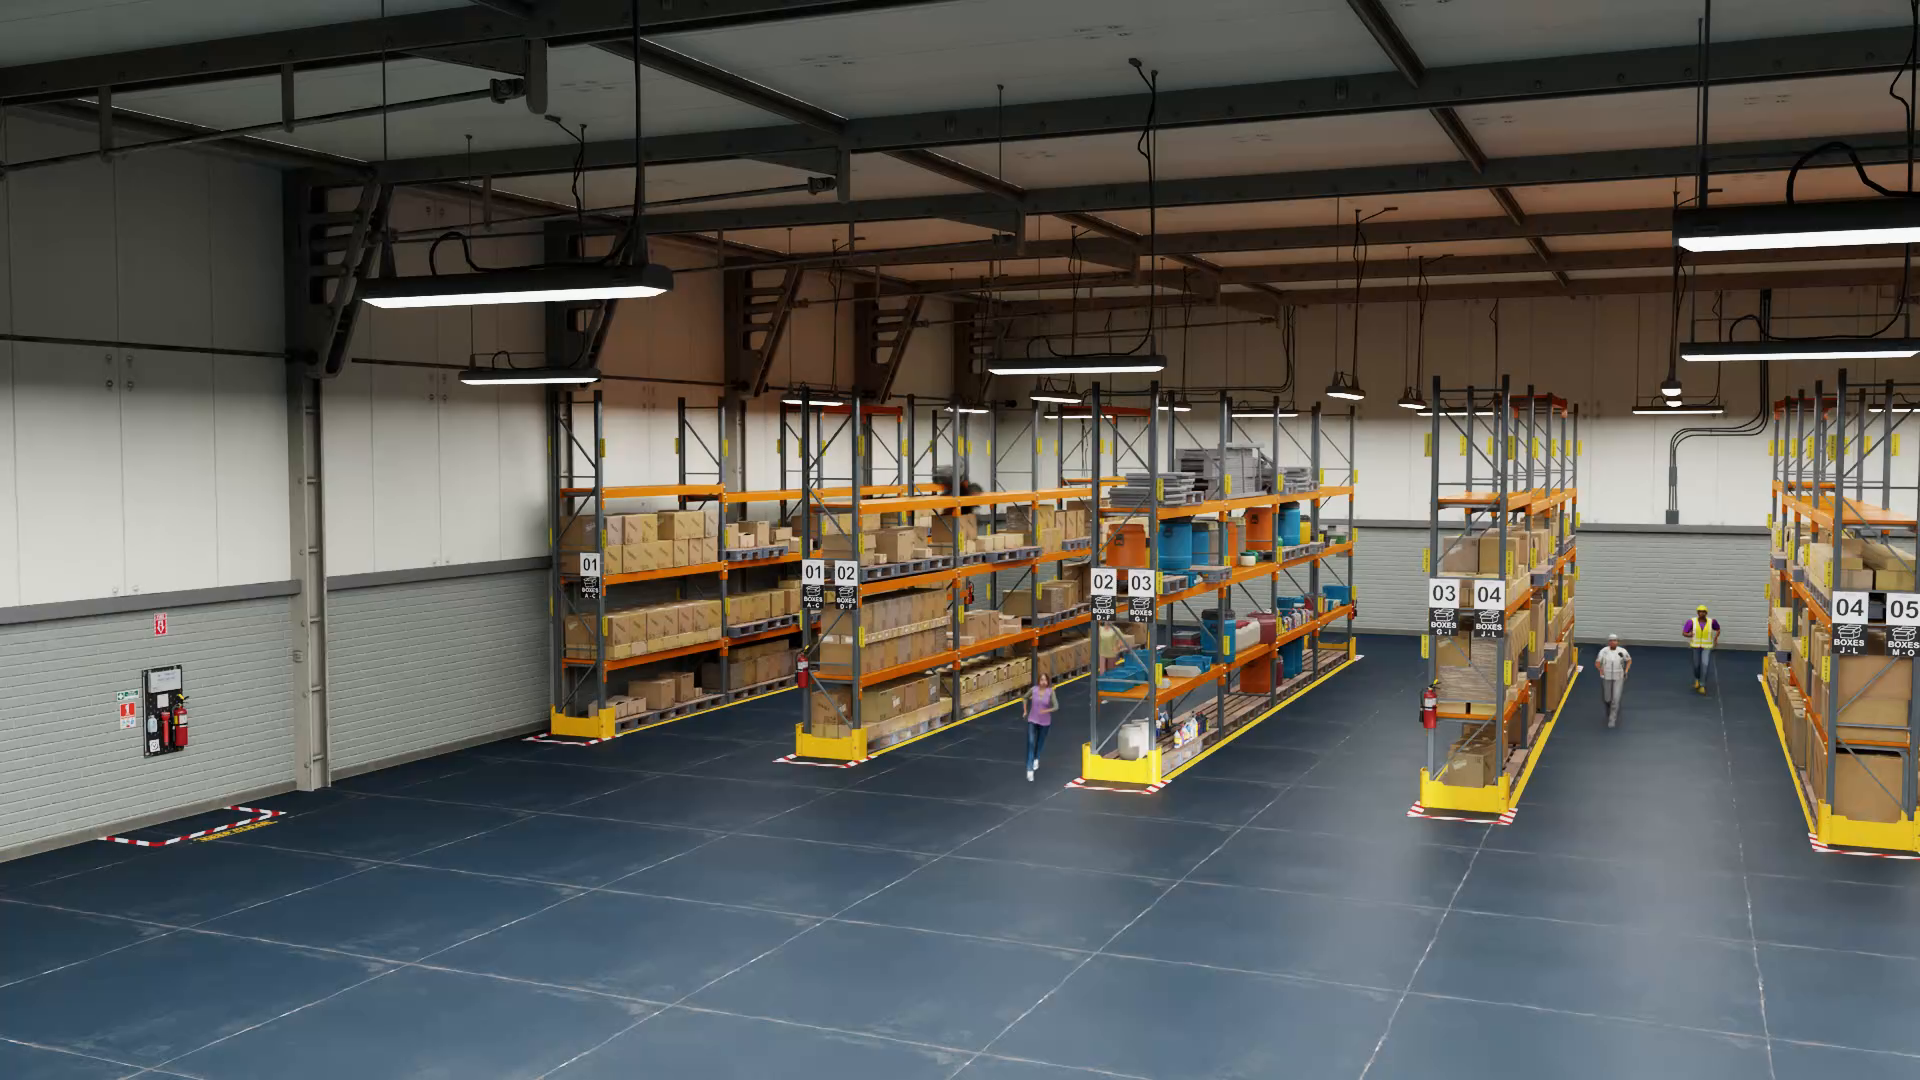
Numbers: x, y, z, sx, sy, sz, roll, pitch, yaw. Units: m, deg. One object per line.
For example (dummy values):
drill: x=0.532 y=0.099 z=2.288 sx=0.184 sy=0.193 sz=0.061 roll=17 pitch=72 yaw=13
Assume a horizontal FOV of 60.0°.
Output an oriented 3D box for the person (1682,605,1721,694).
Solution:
person: x=15.112 y=2.207 z=33.933 sx=0.700 sy=1.769 sz=0.977 roll=2 pitch=4 yaw=28

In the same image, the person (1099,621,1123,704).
person: x=2.750 y=2.193 z=31.094 sx=0.579 sy=1.651 sz=0.799 roll=1 pitch=3 yaw=14

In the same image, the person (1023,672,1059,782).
person: x=1.226 y=2.808 z=25.348 sx=0.551 sy=1.610 sz=0.846 roll=0 pitch=3 yaw=3

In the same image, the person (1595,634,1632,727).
person: x=11.846 y=2.534 z=30.182 sx=0.594 sy=1.668 sz=0.805 roll=1 pitch=3 yaw=24
